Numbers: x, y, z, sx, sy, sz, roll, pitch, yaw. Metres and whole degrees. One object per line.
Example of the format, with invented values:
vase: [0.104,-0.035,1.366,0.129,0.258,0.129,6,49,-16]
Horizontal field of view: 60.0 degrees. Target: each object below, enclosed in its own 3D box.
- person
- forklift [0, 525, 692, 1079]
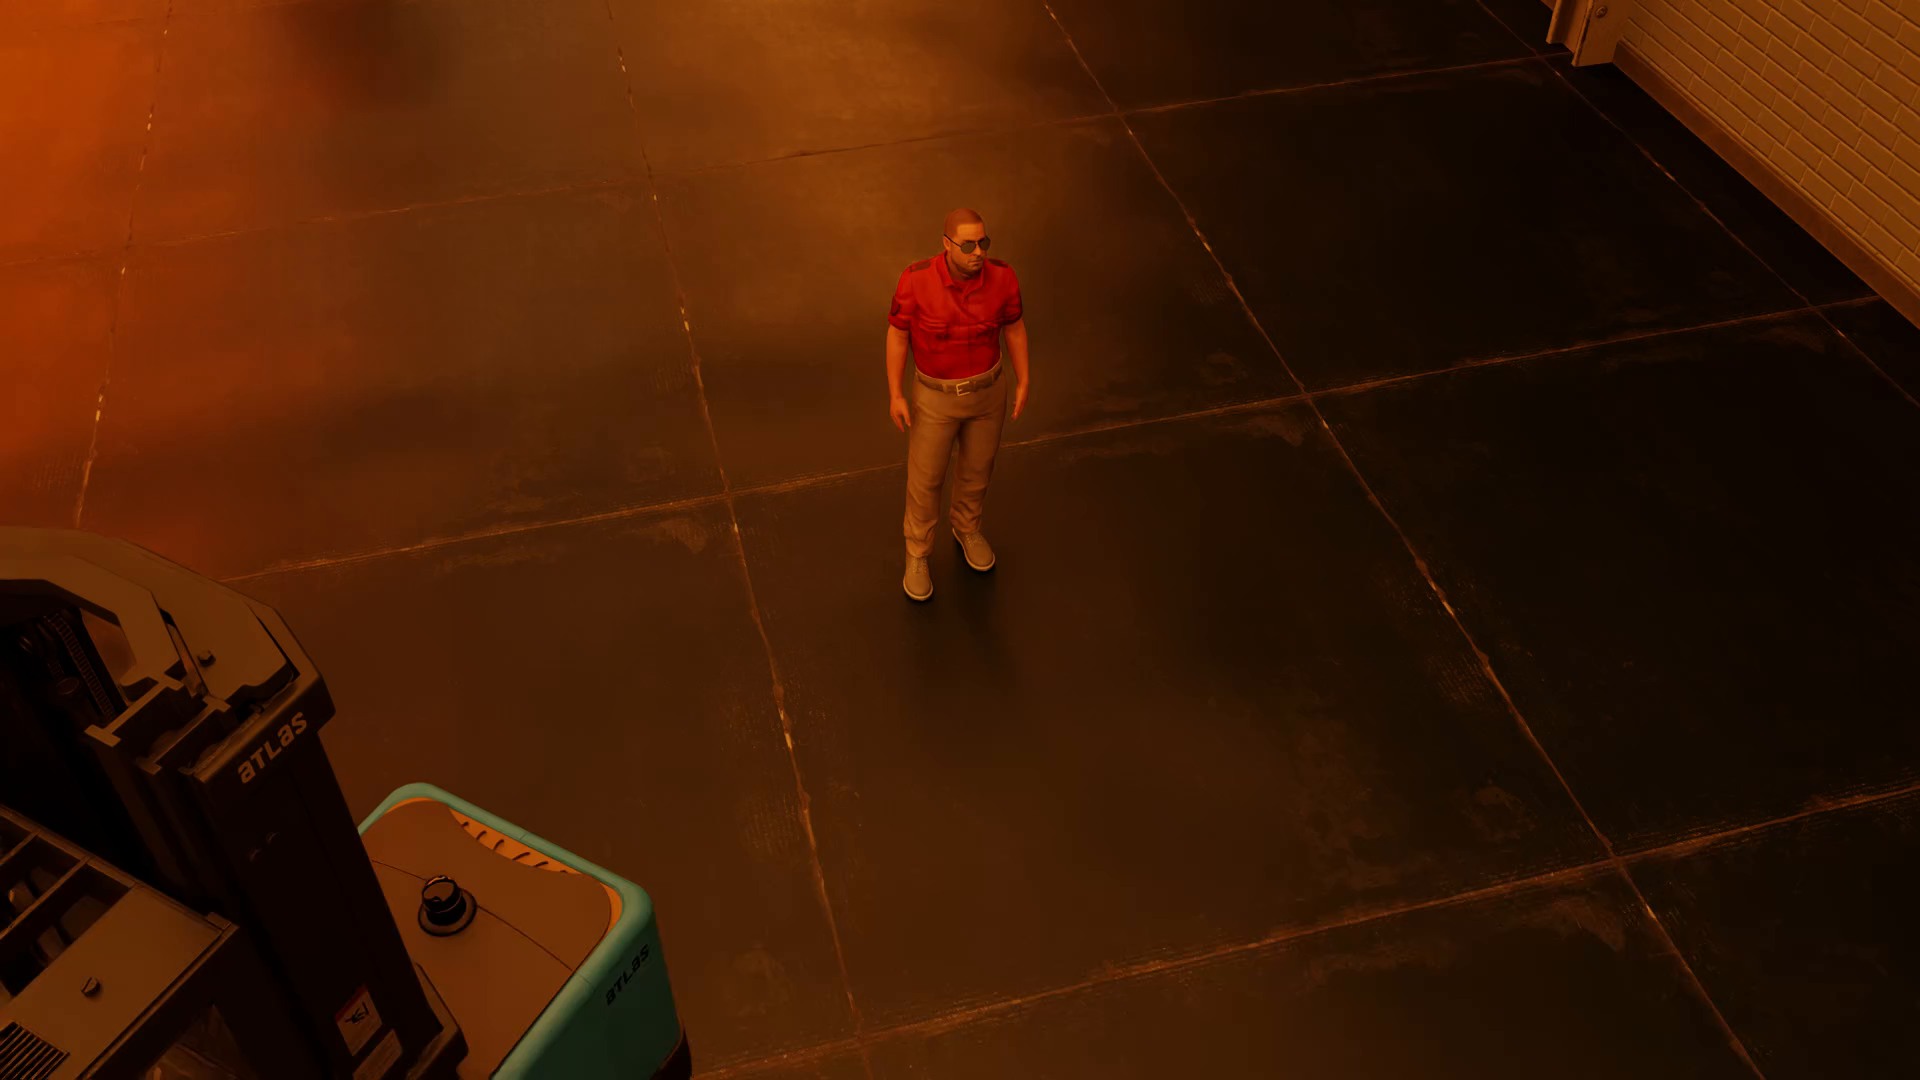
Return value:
person: [0.012,-0.572,7.115,0.642,1.727,0.550,-10,44,-11]
forklift: [-2.068,1.529,4.027,1.130,2.935,3.031,20,47,20]
